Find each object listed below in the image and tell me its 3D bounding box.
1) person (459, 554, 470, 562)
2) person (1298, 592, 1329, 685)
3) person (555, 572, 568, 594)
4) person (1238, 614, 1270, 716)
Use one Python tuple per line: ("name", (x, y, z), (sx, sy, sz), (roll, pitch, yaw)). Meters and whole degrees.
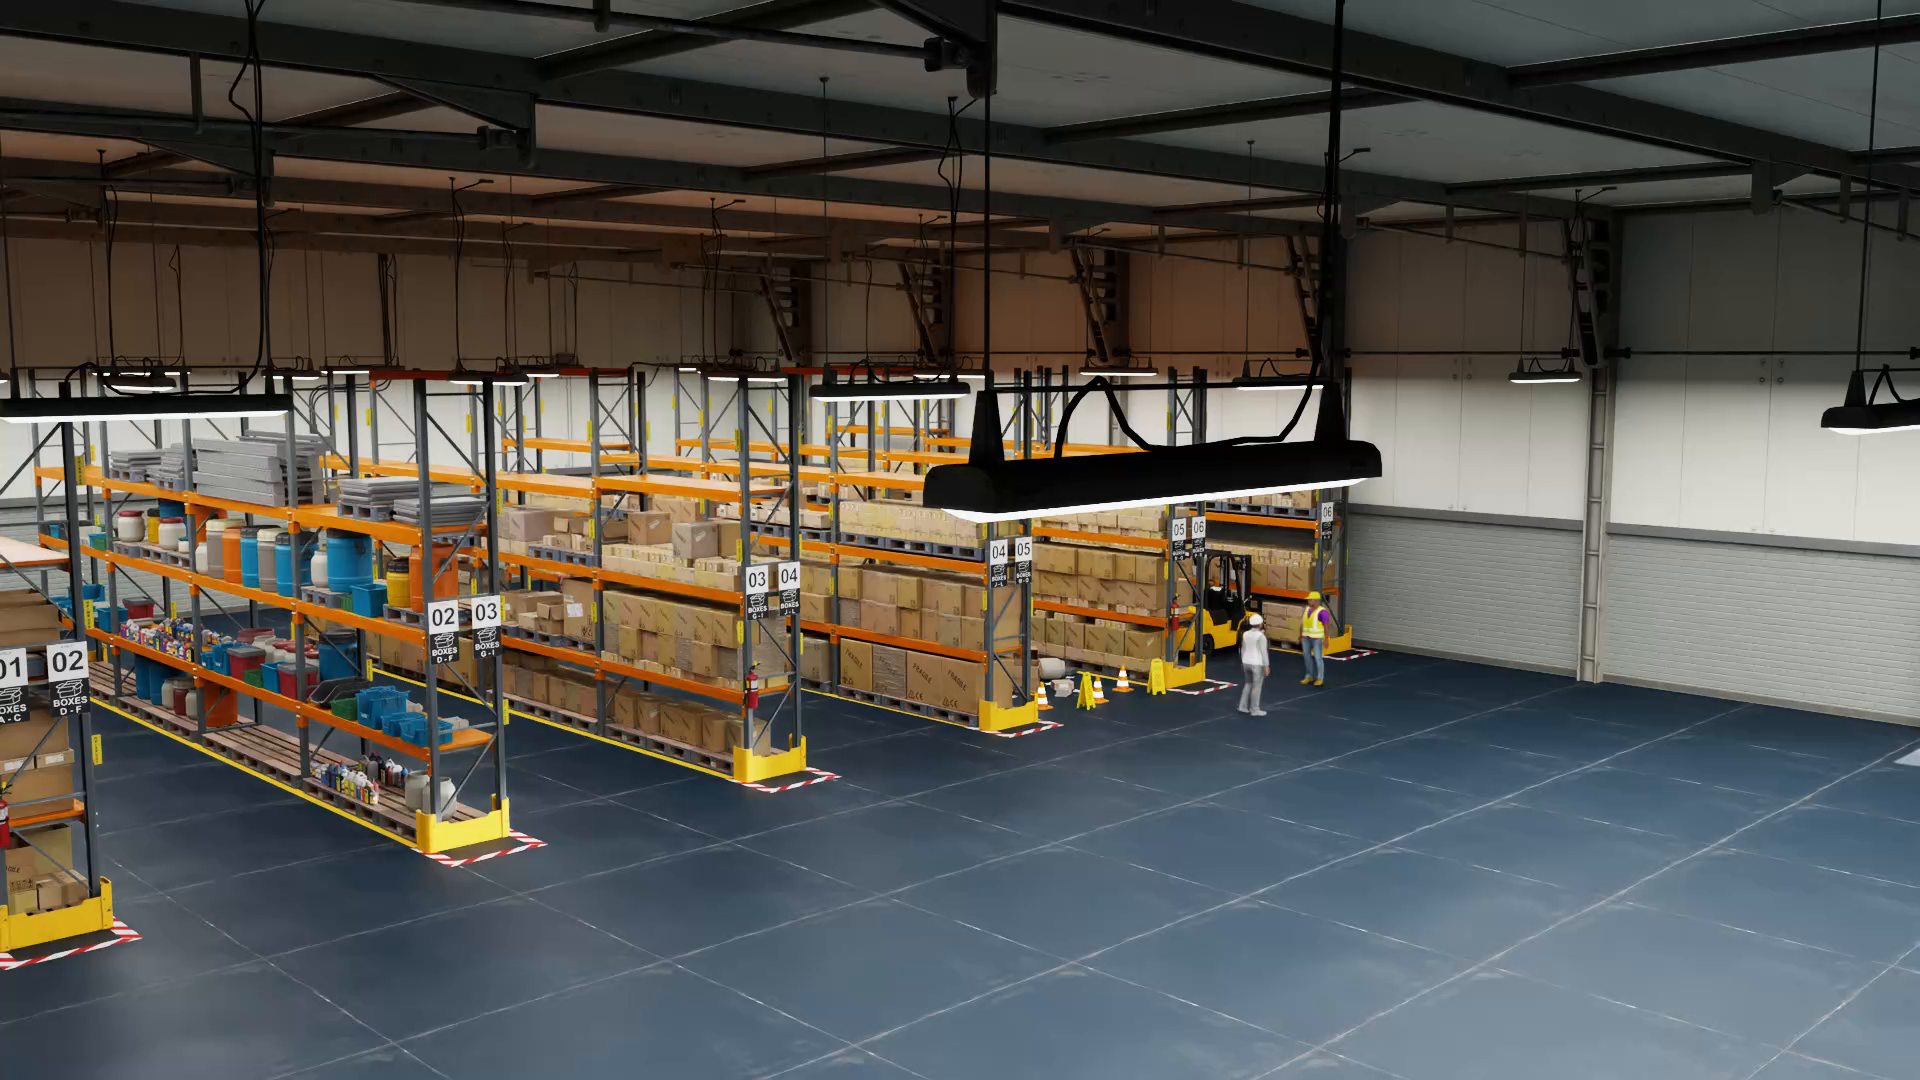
("person", (-11.409, 1.128, 38.391), (0.392, 1.787, 0.630), (-6, 9, -42))
("person", (6.740, 1.879, 31.701), (0.353, 1.799, 0.661), (-6, 9, -43))
("person", (-8.159, 1.554, 34.674), (0.577, 1.824, 0.649), (-1, 6, -7))
("person", (5.163, 2.204, 29.069), (0.364, 1.821, 0.620), (-5, 8, -36))
